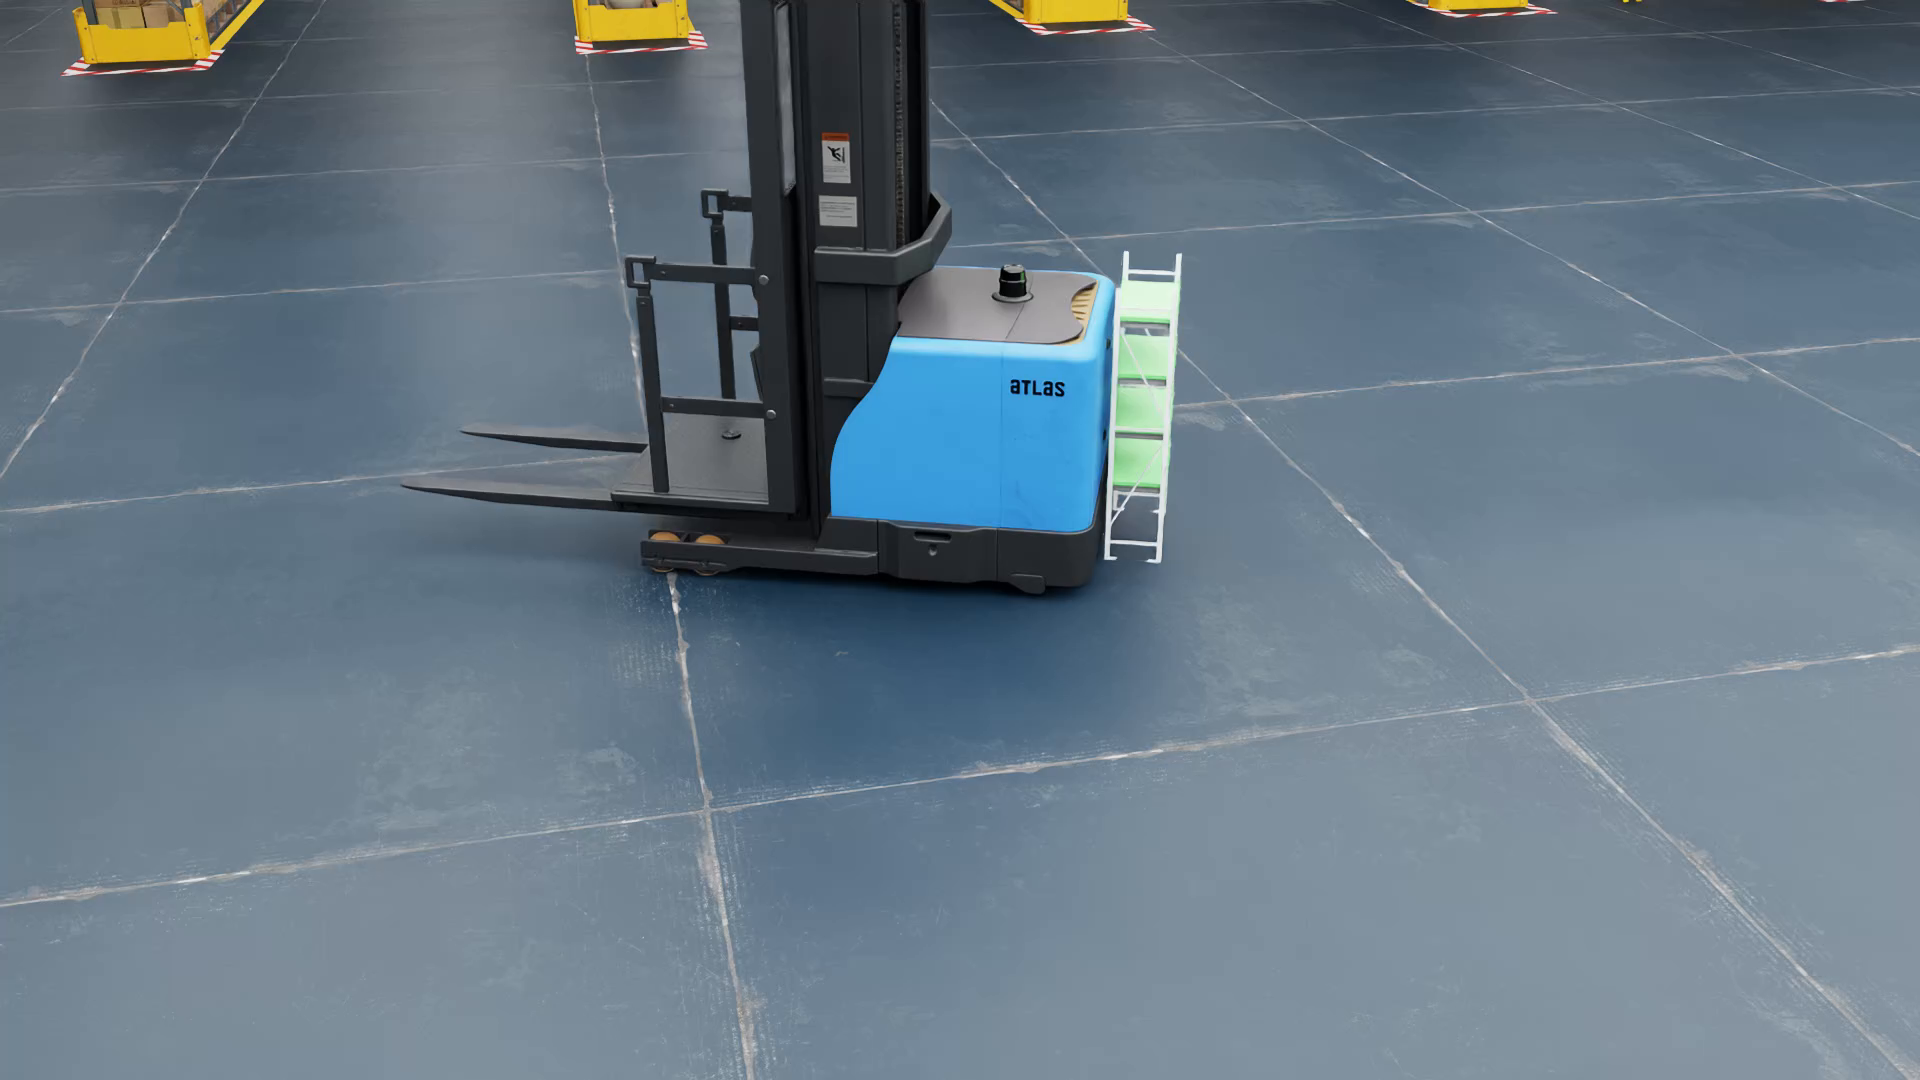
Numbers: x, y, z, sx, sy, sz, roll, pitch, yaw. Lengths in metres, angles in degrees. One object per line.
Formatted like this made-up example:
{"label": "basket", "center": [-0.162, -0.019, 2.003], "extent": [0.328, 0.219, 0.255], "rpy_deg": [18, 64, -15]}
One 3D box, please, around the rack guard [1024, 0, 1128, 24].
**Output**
{"label": "rack guard", "center": [1.325, -6.205, 18.988], "extent": [1.175, 0.500, 0.348], "rpy_deg": [-6, 27, -12]}

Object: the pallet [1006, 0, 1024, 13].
{"label": "pallet", "center": [1.177, -6.436, 19.767], "extent": [1.003, 0.211, 1.213], "rpy_deg": [-6, 27, -12]}

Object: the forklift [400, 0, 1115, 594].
{"label": "forklift", "center": [-0.888, -1.389, 6.748], "extent": [3.031, 2.935, 1.130], "rpy_deg": [4, 27, 8]}

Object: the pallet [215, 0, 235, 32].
{"label": "pallet", "center": [-8.795, -5.904, 18.713], "extent": [1.003, 0.211, 1.213], "rpy_deg": [-6, 27, -12]}

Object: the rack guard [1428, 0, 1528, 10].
{"label": "rack guard", "center": [6.203, -6.620, 19.811], "extent": [1.175, 0.500, 0.348], "rpy_deg": [-6, 27, -12]}

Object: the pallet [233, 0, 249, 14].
{"label": "pallet", "center": [-9.073, -6.441, 19.776], "extent": [1.003, 0.211, 1.213], "rpy_deg": [-6, 27, -12]}

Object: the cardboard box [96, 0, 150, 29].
{"label": "cardboard box", "center": [-8.719, -5.448, 17.301], "extent": [0.500, 0.250, 0.500], "rpy_deg": [-6, 27, -12]}

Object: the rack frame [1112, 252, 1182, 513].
{"label": "rack frame", "center": [0.807, -0.666, 7.237], "extent": [0.240, 1.200, 0.015], "rpy_deg": [4, 27, 8]}

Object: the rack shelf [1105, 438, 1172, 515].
{"label": "rack shelf", "center": [0.771, -0.286, 7.159], "extent": [0.258, 0.148, 0.480], "rpy_deg": [4, 27, 8]}

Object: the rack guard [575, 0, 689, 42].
{"label": "rack guard", "center": [-3.546, -5.697, 17.982], "extent": [1.175, 0.500, 0.348], "rpy_deg": [-6, 27, -12]}

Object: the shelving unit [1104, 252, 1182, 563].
{"label": "shelving unit", "center": [0.771, -0.557, 7.022], "extent": [0.258, 1.200, 0.503], "rpy_deg": [4, 27, 8]}

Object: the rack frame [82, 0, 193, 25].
{"label": "rack frame", "center": [-8.310, -6.283, 16.369], "extent": [1.000, 3.000, 0.127], "rpy_deg": [-6, 27, -12]}

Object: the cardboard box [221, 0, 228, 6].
{"label": "cardboard box", "center": [-8.551, -6.159, 18.710], "extent": [0.500, 0.250, 0.500], "rpy_deg": [-6, 27, -12]}

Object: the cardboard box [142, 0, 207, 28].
{"label": "cardboard box", "center": [-8.214, -5.501, 17.405], "extent": [0.500, 0.250, 0.500], "rpy_deg": [-6, 27, -12]}

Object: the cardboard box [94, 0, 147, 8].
{"label": "cardboard box", "center": [-8.721, -5.783, 17.131], "extent": [0.500, 0.500, 0.500], "rpy_deg": [-6, 27, -12]}

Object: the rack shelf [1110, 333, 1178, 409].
{"label": "rack shelf", "center": [0.771, -0.714, 6.943], "extent": [0.258, 0.148, 0.480], "rpy_deg": [4, 27, 8]}

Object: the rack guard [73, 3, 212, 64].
{"label": "rack guard", "center": [-8.305, -5.156, 16.911], "extent": [1.175, 0.500, 0.348], "rpy_deg": [-6, 27, -12]}

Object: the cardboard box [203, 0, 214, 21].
{"label": "cardboard box", "center": [-8.330, -5.720, 17.839], "extent": [0.500, 0.250, 0.500], "rpy_deg": [-6, 27, -12]}

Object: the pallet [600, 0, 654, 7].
{"label": "pallet", "center": [-3.996, -6.460, 19.814], "extent": [1.003, 0.211, 1.213], "rpy_deg": [-6, 27, -12]}

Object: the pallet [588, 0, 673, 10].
{"label": "pallet", "center": [-3.724, -5.925, 18.755], "extent": [1.003, 0.211, 1.213], "rpy_deg": [-6, 27, -12]}

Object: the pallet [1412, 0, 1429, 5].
{"label": "pallet", "center": [5.941, -6.845, 20.577], "extent": [1.003, 0.211, 1.213], "rpy_deg": [-6, 27, -12]}

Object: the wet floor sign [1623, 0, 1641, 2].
{"label": "wet floor sign", "center": [8.133, -6.884, 20.172], "extent": [0.267, 0.644, 0.232], "rpy_deg": [-11, 29, -20]}

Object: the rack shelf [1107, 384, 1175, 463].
{"label": "rack shelf", "center": [0.771, -0.500, 7.051], "extent": [0.258, 0.148, 0.480], "rpy_deg": [4, 27, 8]}

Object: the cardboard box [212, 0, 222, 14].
{"label": "cardboard box", "center": [-8.443, -5.939, 18.274], "extent": [0.500, 0.250, 0.500], "rpy_deg": [-6, 27, -12]}

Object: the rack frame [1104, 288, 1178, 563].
{"label": "rack frame", "center": [0.734, -0.448, 6.807], "extent": [0.240, 1.200, 0.015], "rpy_deg": [4, 27, 8]}

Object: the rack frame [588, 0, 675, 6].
{"label": "rack frame", "center": [-3.483, -6.784, 17.362], "extent": [1.000, 3.000, 0.127], "rpy_deg": [-6, 27, -12]}

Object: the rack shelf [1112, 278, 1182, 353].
{"label": "rack shelf", "center": [0.771, -0.928, 6.834], "extent": [0.258, 0.148, 0.480], "rpy_deg": [4, 27, 8]}

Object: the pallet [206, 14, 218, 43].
{"label": "pallet", "center": [-8.523, -5.369, 17.654], "extent": [1.003, 0.211, 1.213], "rpy_deg": [-6, 27, -12]}

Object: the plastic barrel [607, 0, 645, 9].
{"label": "plastic barrel", "center": [-3.706, -6.142, 18.385], "extent": [0.421, 0.512, 0.421], "rpy_deg": [0, 27, 0]}
